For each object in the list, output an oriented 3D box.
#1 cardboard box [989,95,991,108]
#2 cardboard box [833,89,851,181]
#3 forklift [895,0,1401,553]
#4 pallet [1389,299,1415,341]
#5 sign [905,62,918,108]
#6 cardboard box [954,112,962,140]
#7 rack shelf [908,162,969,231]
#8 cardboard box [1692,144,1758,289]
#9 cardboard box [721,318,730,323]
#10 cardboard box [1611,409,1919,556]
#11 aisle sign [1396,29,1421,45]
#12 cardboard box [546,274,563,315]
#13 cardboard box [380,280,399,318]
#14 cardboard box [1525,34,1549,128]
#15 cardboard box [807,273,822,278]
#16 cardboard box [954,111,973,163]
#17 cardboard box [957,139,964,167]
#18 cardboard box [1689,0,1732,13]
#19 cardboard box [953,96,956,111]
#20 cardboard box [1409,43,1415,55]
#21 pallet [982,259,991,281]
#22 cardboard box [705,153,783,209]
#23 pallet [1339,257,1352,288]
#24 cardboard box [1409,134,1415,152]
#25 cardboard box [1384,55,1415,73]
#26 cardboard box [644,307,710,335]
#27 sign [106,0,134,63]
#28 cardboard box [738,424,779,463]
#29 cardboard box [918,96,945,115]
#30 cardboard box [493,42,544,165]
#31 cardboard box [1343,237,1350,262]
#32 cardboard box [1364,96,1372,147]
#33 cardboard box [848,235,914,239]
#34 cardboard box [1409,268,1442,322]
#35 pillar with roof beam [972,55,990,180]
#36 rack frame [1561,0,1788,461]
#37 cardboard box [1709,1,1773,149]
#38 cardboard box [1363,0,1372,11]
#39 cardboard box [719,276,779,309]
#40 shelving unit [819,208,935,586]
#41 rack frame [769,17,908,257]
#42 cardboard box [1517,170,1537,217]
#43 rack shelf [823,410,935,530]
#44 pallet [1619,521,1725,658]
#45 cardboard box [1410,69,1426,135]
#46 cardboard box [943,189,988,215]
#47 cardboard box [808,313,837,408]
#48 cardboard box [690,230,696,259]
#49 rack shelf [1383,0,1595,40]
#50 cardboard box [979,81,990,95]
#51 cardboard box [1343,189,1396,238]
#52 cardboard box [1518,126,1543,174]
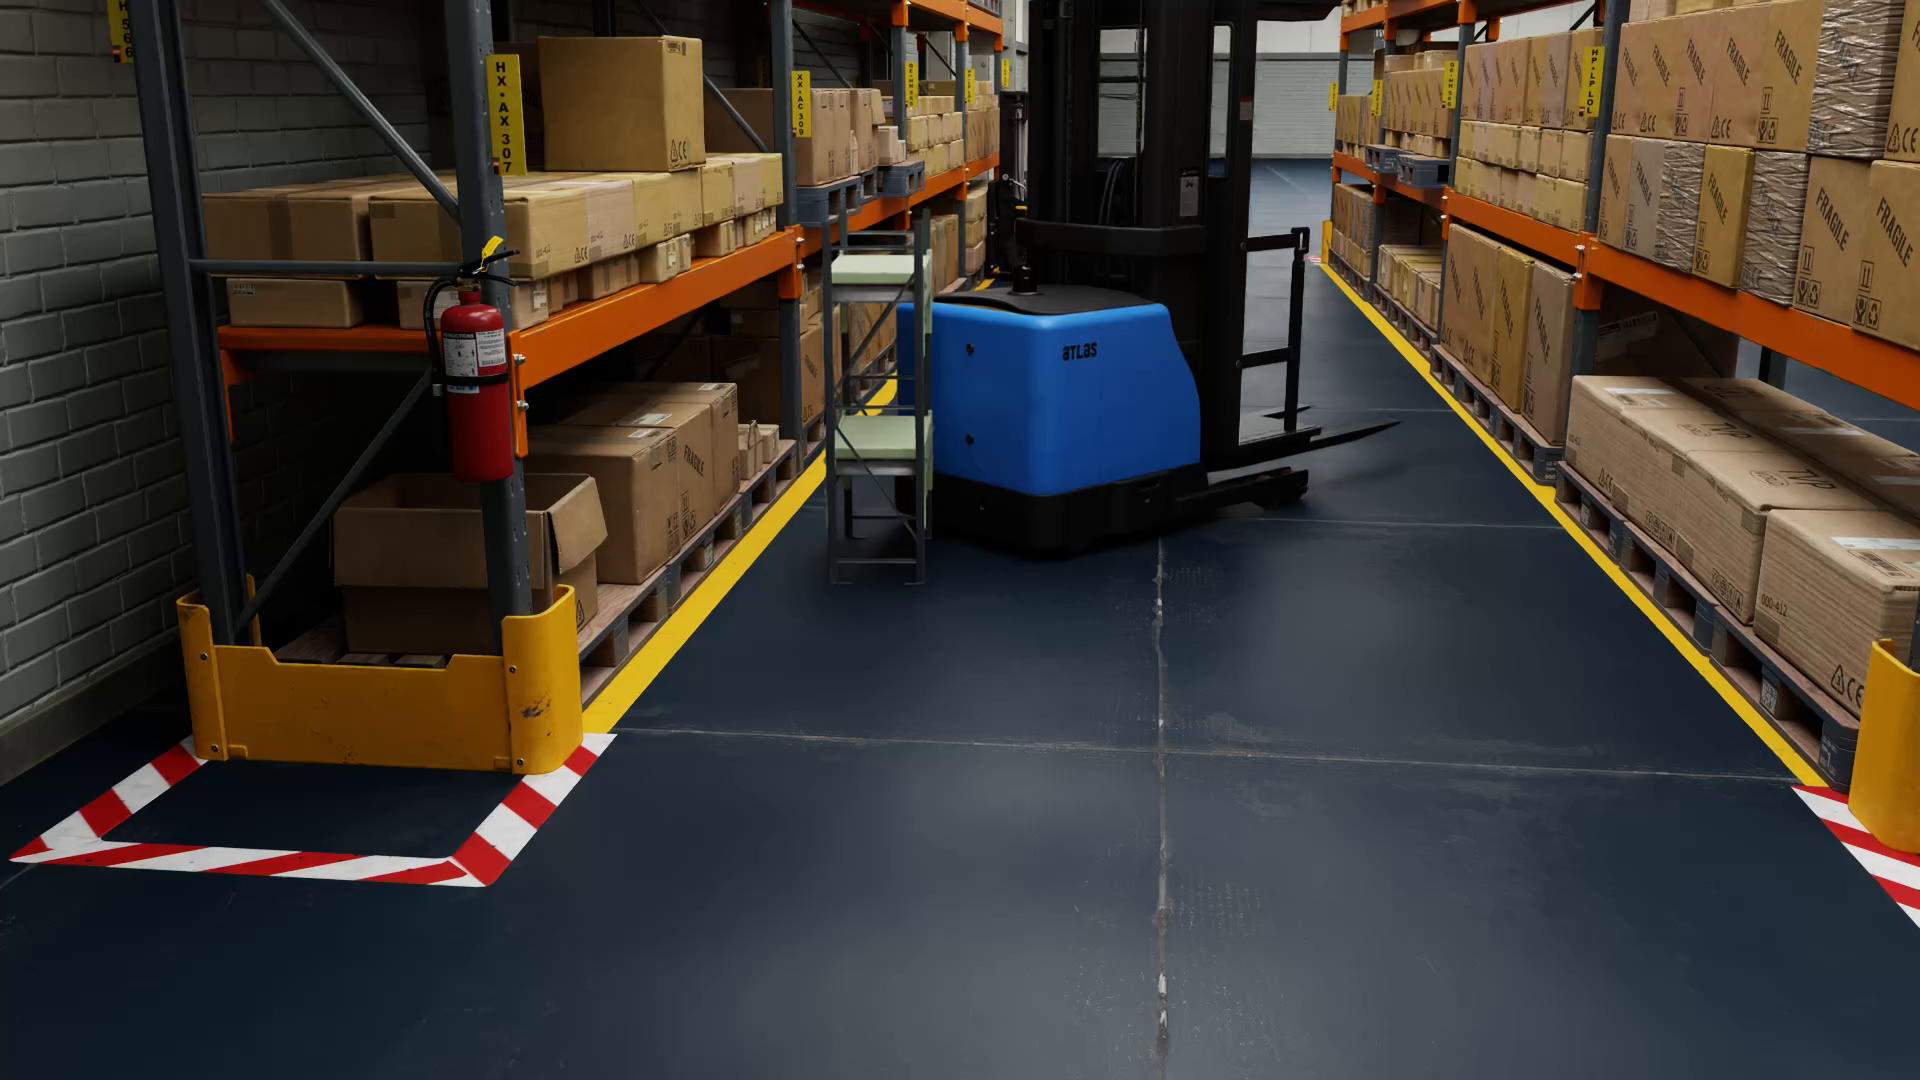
[{"bbox_3d":[0.153,-5.057,19.184,0.380,0.149,0.250,2,15,7],"label":"cardboard box"},{"bbox_3d":[-1.016,-2.318,9.493,0.700,0.500,0.500,2,15,7],"label":"cardboard box"},{"bbox_3d":[1.118,-1.661,8.189,3.031,2.935,1.130,-13,20,-41],"label":"forklift"},{"bbox_3d":[4.263,-1.879,14.205,1.003,0.211,1.213,2,15,6],"label":"pallet"},{"bbox_3d":[-0.359,-3.359,12.271,0.100,0.325,0.005,2,15,6],"label":"sign"},{"bbox_3d":[-0.249,-3.923,15.754,0.500,0.250,0.500,1,15,5],"label":"cardboard box"},{"bbox_3d":[-0.674,-3.023,14.474,1.077,0.370,4.000,2,15,6],"label":"rack shelf"},{"bbox_3d":[3.087,-1.210,6.201,0.500,0.500,0.500,2,15,8],"label":"cardboard box"},{"bbox_3d":[-1.525,-1.075,9.875,0.500,0.500,0.500,1,15,4],"label":"cardboard box"},{"bbox_3d":[3.304,-0.243,6.918,0.875,0.438,0.875,1,15,5],"label":"cardboard box"},{"bbox_3d":[5.231,-6.044,19.286,0.394,0.787,0.004,2,15,6],"label":"aisle sign"},{"bbox_3d":[-1.510,-0.800,5.355,0.380,0.149,0.250,2,15,8],"label":"cardboard box"},{"bbox_3d":[-1.942,-0.813,5.405,0.380,0.149,0.250,2,15,8],"label":"cardboard box"},{"bbox_3d":[3.510,-2.589,9.381,0.500,0.500,0.500,2,15,8],"label":"cardboard box"},{"bbox_3d":[-0.959,-1.620,10.648,0.380,0.149,0.250,2,15,6],"label":"cardboard box"},{"bbox_3d":[-0.139,-4.045,16.682,0.500,0.500,0.500,1,15,5],"label":"cardboard box"},{"bbox_3d":[-0.245,-3.678,15.806,0.500,0.250,0.500,2,15,8],"label":"cardboard box"},{"bbox_3d":[3.141,-2.174,6.604,0.380,0.149,0.250,1,15,5],"label":"cardboard box"},{"bbox_3d":[-0.151,-4.325,16.478,0.380,0.149,0.250,1,15,5],"label":"cardboard box"},{"bbox_3d":[4.829,-4.658,16.465,0.700,0.500,0.500,2,15,7],"label":"cardboard box"},{"bbox_3d":[-0.182,-3.065,18.594,1.003,0.211,1.213,2,15,6],"label":"pallet"},{"bbox_3d":[-1.166,-1.746,8.091,0.500,0.250,0.500,2,15,8],"label":"cardboard box"},{"bbox_3d":[4.660,-2.890,17.947,1.003,0.211,1.213,2,15,6],"label":"pallet"},{"bbox_3d":[3.932,-3.284,13.737,0.380,0.149,0.250,1,15,4],"label":"cardboard box"},{"bbox_3d":[4.080,-4.340,15.157,0.380,0.149,0.250,2,15,6],"label":"cardboard box"},{"bbox_3d":[-1.596,-1.227,9.196,0.380,0.149,0.250,1,15,4],"label":"cardboard box"},{"bbox_3d":[-2.351,-1.510,4.676,0.100,0.325,0.005,2,15,6],"label":"sign"},{"bbox_3d":[-1.122,-0.488,8.376,0.380,0.149,0.250,1,15,5],"label":"cardboard box"},{"bbox_3d":[-0.334,-3.752,14.357,0.380,0.149,0.250,1,15,5],"label":"cardboard box"},{"bbox_3d":[-1.783,-1.869,7.108,0.500,0.500,0.500,1,15,5],"label":"cardboard box"},{"bbox_3d":[4.456,-3.182,18.145,0.500,0.250,0.500,3,15,10],"label":"cardboard box"},{"bbox_3d":[4.339,-4.192,16.657,0.500,0.500,0.500,2,15,8],"label":"cardboard box"},{"bbox_3d":[-0.750,-2.239,13.941,0.875,0.625,0.625,2,15,8],"label":"cardboard box"},{"bbox_3d":[4.182,-1.979,13.462,0.950,0.372,0.625,1,15,5],"label":"cardboard box"},{"bbox_3d":[4.661,-10.654,29.823,9.100,9.000,0.400,2,15,6],"label":"pillar with roof beam"},{"bbox_3d":[3.582,-1.669,8.088,1.000,3.000,0.127,2,15,6],"label":"rack frame"},{"bbox_3d":[3.096,-1.690,6.057,0.500,0.500,0.500,2,15,6],"label":"cardboard box"},{"bbox_3d":[4.444,-5.627,17.459,0.380,0.149,0.250,1,15,5],"label":"cardboard box"},{"bbox_3d":[-1.106,-1.354,9.095,0.380,0.149,0.250,1,15,5],"label":"cardboard box"},{"bbox_3d":[-0.339,-0.631,7.123,0.431,1.500,0.755,0,15,1],"label":"shelving unit"},{"bbox_3d":[-0.899,-2.852,12.462,1.000,3.000,0.127,2,15,6],"label":"rack frame"},{"bbox_3d":[3.516,-1.983,9.535,0.500,0.250,0.500,1,15,5],"label":"cardboard box"},{"bbox_3d":[-0.339,-0.316,7.208,0.431,0.370,0.720,0,15,1],"label":"rack shelf"},{"bbox_3d":[3.283,0.189,6.558,1.003,0.211,1.213,2,15,6],"label":"pallet"},{"bbox_3d":[3.911,-3.492,13.265,0.500,0.500,0.500,1,15,2],"label":"cardboard box"},{"bbox_3d":[0.031,-3.625,17.870,0.500,0.250,0.500,2,15,8],"label":"cardboard box"},{"bbox_3d":[-1.022,-1.068,9.848,0.500,0.500,0.500,1,15,6],"label":"cardboard box"},{"bbox_3d":[-1.347,-1.269,7.088,0.380,0.149,0.250,2,15,7],"label":"cardboard box"},{"bbox_3d":[4.259,-4.326,13.545,1.077,0.370,4.000,2,15,6],"label":"rack shelf"},{"bbox_3d":[0.128,-4.998,18.397,0.380,0.149,0.250,2,15,7],"label":"cardboard box"},{"bbox_3d":[4.448,-3.546,18.055,0.500,0.500,0.500,2,15,7],"label":"cardboard box"},{"bbox_3d":[3.491,-2.224,9.469,0.500,0.250,0.500,2,15,8],"label":"cardboard box"}]
